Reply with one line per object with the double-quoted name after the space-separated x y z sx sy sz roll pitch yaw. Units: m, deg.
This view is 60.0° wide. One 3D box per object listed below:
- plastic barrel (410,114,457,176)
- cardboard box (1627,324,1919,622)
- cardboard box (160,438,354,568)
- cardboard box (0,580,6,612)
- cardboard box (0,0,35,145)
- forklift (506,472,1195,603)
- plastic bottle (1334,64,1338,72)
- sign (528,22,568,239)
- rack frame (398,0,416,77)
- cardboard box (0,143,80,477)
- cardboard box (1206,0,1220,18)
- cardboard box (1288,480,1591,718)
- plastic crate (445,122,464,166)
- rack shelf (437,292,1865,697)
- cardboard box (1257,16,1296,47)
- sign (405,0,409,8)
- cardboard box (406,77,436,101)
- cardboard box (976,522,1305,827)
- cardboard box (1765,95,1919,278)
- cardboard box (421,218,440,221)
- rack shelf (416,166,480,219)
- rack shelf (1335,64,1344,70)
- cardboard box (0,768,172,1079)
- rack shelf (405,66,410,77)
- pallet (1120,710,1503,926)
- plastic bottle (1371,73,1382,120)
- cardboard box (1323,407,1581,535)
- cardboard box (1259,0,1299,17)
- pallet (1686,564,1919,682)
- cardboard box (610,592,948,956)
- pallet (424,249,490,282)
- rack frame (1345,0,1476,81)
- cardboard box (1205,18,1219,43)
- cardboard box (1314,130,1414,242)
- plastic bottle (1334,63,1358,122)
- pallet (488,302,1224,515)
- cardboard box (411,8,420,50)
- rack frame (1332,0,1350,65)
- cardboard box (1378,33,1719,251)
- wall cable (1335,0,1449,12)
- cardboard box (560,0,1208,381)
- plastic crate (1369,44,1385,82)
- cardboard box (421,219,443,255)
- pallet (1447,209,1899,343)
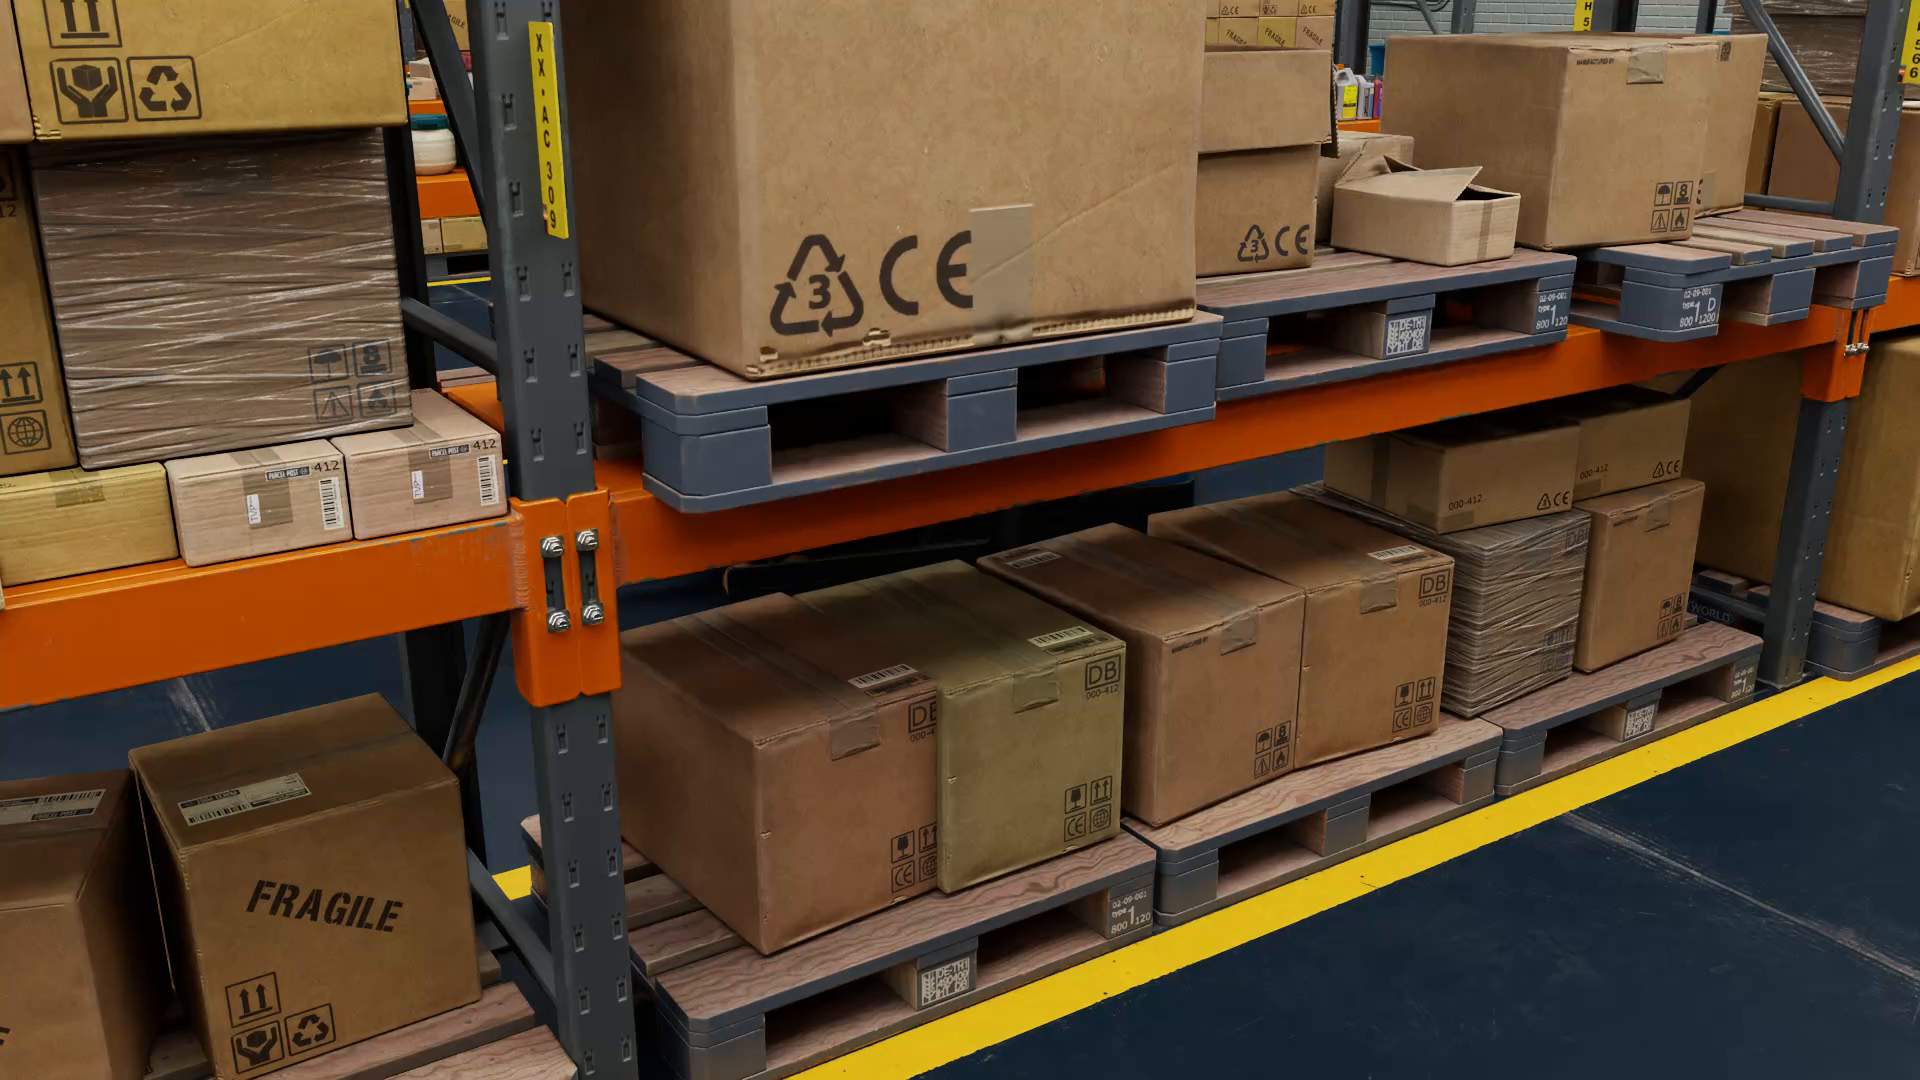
-2.485 -1.825 7.677 0.301 0.262 0.301 0 19 0 "plastic barrel"
2.978 -0.387 5.868 0.875 0.875 1.225 -13 23 -34 "cardboard box"
-1.182 -0.097 2.740 0.250 0.149 0.380 -12 22 -31 "cardboard box"
-1.572 0.005 2.439 0.250 0.149 0.380 -12 22 -31 "cardboard box"
-1.592 -0.795 2.230 0.500 0.500 0.500 -12 22 -31 "cardboard box"
-0.655 -1.337 6.125 3.031 2.935 1.130 -6 19 -16 "forklift"
2.501 -3.102 11.314 0.185 0.351 0.144 -12 22 -31 "plastic bottle"
-0.646 -0.640 2.604 0.005 0.325 0.100 -12 22 -31 "sign"
-5.782 -5.053 17.009 0.127 3.000 1.000 -12 22 -31 "rack frame"
-1.797 -0.421 2.686 0.500 0.500 0.875 -12 22 -31 "cardboard box"
2.125 -5.235 15.828 0.500 0.500 0.500 -11 22 -30 "cardboard box"
1.386 0.122 4.917 0.500 0.500 0.700 -14 23 -36 "cardboard box"
-2.375 -1.981 8.251 0.662 0.188 0.450 -12 22 -31 "plastic crate"
0.720 -0.385 4.325 4.000 0.370 1.077 -12 22 -31 "rack shelf"
2.971 -4.941 16.522 0.500 0.500 0.500 -12 22 -31 "cardboard box"
-5.476 -5.421 16.411 0.005 0.325 0.100 -12 22 -31 "sign"
-4.089 -3.370 12.422 0.250 0.149 0.380 -10 21 -27 "cardboard box"
0.450 0.322 4.326 0.500 0.500 0.700 -14 23 -36 "cardboard box"
2.946 -1.139 5.274 0.500 0.500 0.500 -11 22 -30 "cardboard box"
-4.210 -2.551 12.370 0.500 0.311 0.500 -12 22 -32 "cardboard box"
-2.004 -1.710 8.243 4.000 0.370 1.077 -12 22 -31 "rack shelf"
1.956 -4.445 16.333 4.000 0.370 1.077 -12 22 -31 "rack shelf"
-1.781 0.774 3.019 0.500 0.500 0.500 -5 19 -14 "cardboard box"
-7.453 -4.360 16.082 4.000 0.370 1.077 -12 22 -31 "rack shelf"
0.719 0.593 4.660 1.213 0.211 1.003 -12 22 -31 "pallet"
2.688 -2.844 10.655 0.133 0.283 0.061 -12 22 -31 "plastic bottle"
1.410 -0.236 4.804 0.500 0.250 0.500 -9 21 -25 "cardboard box"
2.985 -5.418 16.370 0.500 0.500 0.500 -11 22 -30 "cardboard box"
3.090 0.124 6.049 1.213 0.211 1.003 -12 22 -31 "pallet"
-0.426 0.499 3.800 0.500 0.500 0.700 -14 23 -36 "cardboard box"
-3.764 -2.273 13.140 1.213 0.211 1.003 -12 22 -31 "pallet"
3.007 -3.108 11.254 0.127 3.000 1.000 -12 22 -31 "rack frame"
2.130 -4.766 16.004 0.500 0.500 0.500 -12 22 -32 "cardboard box"
0.864 -0.973 4.517 0.500 0.250 0.500 -13 22 -33 "cardboard box"
2.419 -2.835 10.524 0.185 0.351 0.144 -12 22 -31 "plastic bottle"
-0.232 -0.379 3.481 1.213 0.211 1.003 -12 22 -31 "pallet"
-5.533 -5.405 17.396 0.500 0.500 0.500 -12 22 -31 "cardboard box"
3.627 -5.138 17.259 0.127 3.000 1.000 -12 22 -31 "rack frame"
1.550 -1.094 4.485 0.500 0.500 0.700 -8 20 -23 "cardboard box"
5.819 -8.734 23.377 0.112 2.526 3.097 -12 22 -31 "wall cable"
-0.210 -0.960 3.307 1.000 1.000 1.000 -12 22 -31 "cardboard box"
3.209 -3.302 11.760 0.575 0.384 0.392 -12 22 -31 "plastic crate"
-4.210 -2.288 12.466 0.500 0.250 0.500 -11 22 -30 "cardboard box"
1.854 -0.834 4.827 1.003 0.211 1.213 -12 22 -31 "pallet"
